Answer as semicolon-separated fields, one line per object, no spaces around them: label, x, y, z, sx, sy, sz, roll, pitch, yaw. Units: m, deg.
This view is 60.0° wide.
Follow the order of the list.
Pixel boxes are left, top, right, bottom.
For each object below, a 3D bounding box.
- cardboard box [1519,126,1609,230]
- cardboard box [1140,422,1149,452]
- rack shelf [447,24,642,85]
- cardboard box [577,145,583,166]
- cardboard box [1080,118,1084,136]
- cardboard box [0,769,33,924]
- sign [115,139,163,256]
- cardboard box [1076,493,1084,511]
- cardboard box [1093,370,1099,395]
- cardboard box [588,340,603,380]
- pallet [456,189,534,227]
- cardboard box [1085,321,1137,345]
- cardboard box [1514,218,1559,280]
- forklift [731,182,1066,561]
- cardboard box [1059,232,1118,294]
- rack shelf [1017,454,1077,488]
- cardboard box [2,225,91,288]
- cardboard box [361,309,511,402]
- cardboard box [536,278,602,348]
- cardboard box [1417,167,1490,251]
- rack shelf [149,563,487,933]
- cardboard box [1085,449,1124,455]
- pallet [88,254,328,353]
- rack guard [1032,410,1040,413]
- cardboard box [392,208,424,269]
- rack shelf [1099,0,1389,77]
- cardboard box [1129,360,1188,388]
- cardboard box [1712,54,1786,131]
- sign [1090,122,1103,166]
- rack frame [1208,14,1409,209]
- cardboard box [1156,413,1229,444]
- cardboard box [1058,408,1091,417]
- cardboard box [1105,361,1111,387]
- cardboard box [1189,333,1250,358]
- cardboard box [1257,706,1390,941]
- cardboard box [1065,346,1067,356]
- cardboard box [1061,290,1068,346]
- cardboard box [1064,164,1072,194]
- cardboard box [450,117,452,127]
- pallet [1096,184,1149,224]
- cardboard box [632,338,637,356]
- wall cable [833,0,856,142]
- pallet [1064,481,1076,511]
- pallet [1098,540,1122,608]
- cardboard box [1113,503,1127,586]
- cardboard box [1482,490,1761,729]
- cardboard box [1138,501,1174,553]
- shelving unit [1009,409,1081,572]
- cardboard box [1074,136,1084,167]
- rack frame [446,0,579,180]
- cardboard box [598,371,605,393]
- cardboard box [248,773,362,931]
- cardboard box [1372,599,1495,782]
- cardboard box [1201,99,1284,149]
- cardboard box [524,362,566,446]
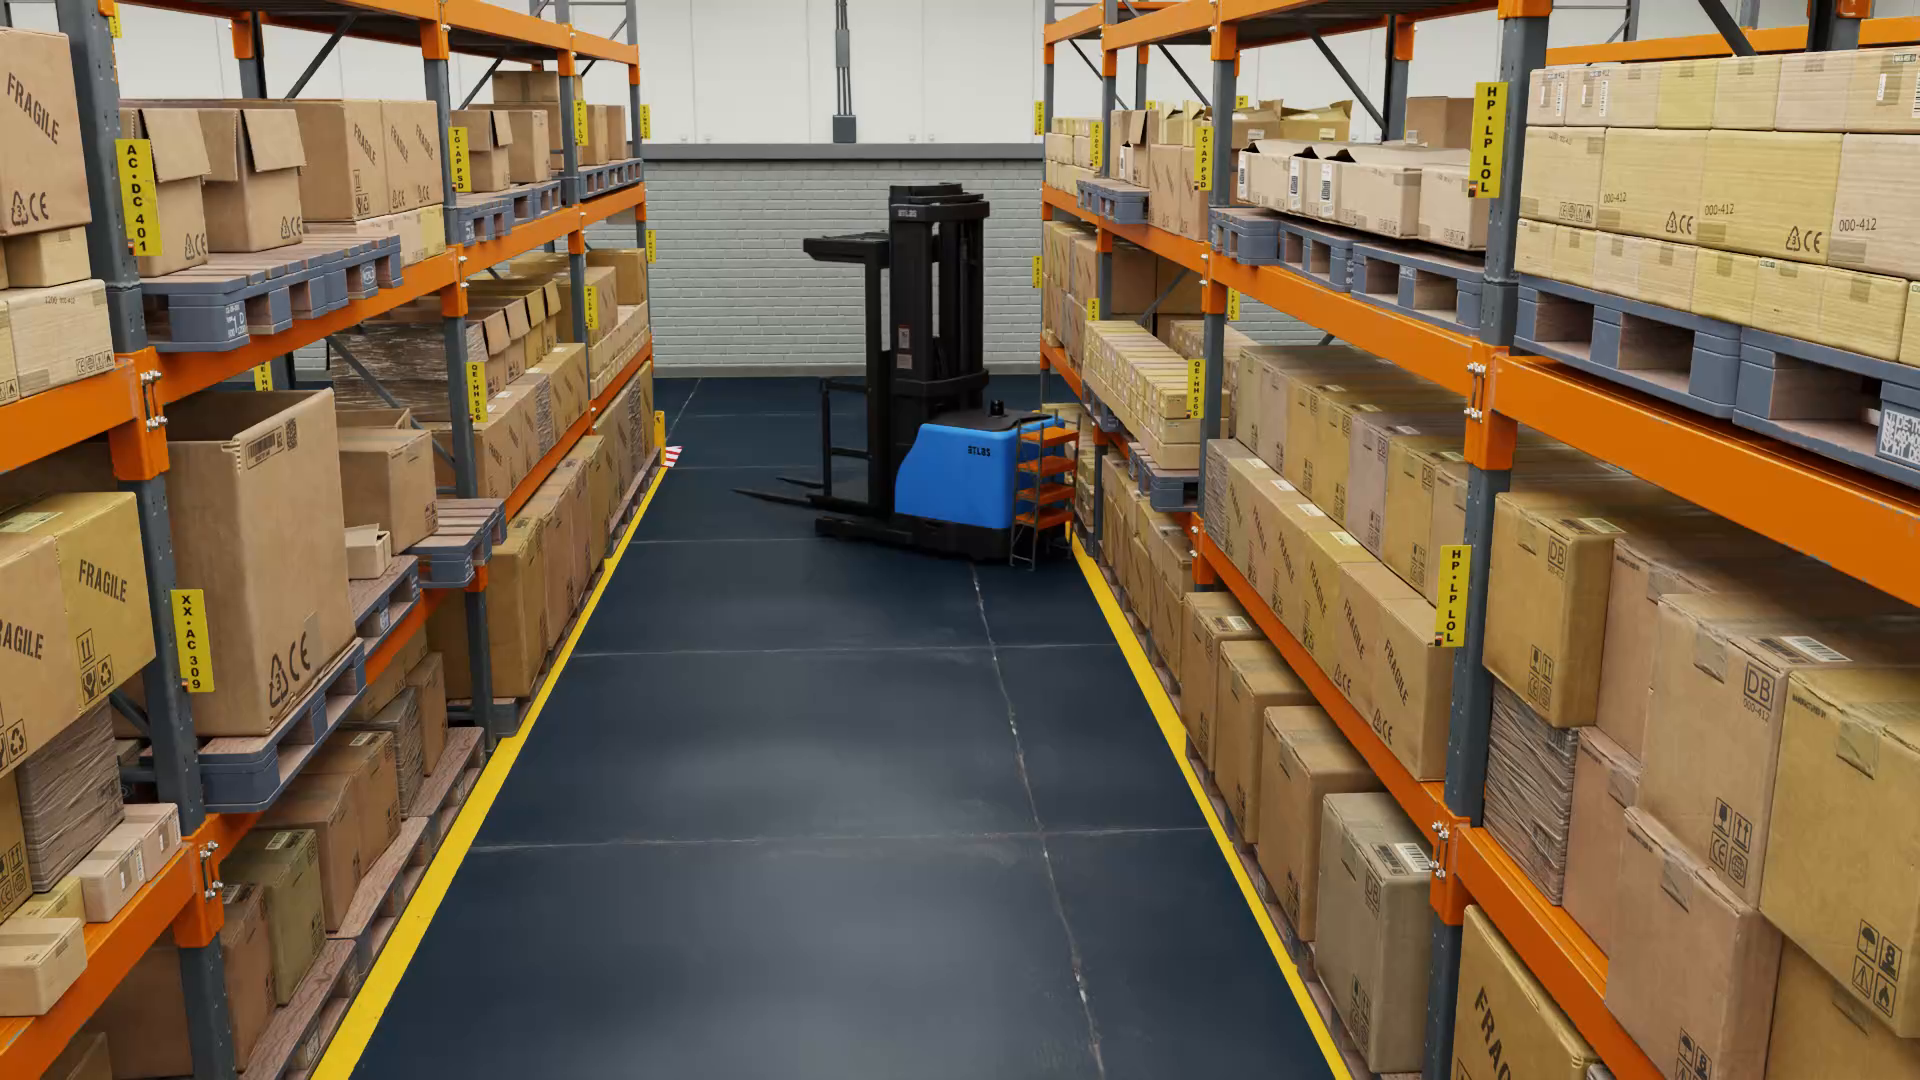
cardboard box;1.824;-0.963;4.391;0.500;0.250;0.500;-1;14;-3
cardboard box;1.306;-0.631;10.121;0.380;0.149;0.250;-1;14;-2
rack shelf;-3.504;-4.112;14.195;1.077;0.370;4.000;-1;14;-3
cardboard box;-3.517;-3.332;13.692;0.700;0.500;0.500;0;14;-1
cardboard box;1.212;-3.451;13.896;0.380;0.149;0.250;-1;15;-6
cardboard box;-2.922;0.783;4.164;0.875;0.500;0.500;-1;14;-3
sign;-2.343;-0.975;4.739;0.100;0.325;0.005;-1;14;-3
cardboard box;1.199;-0.348;14.239;0.380;0.149;0.250;-1;14;-5
cardboard box;1.177;-1.148;12.131;0.380;0.149;0.250;-1;14;-3
cardboard box;-3.147;-1.444;13.322;0.500;0.250;0.500;-1;14;-4
pallet;-3.297;-2.055;10.354;1.003;0.211;1.213;0;14;-1
cardboard box;1.142;-1.568;12.567;0.380;0.149;0.250;0;14;-1
cardboard box;1.756;-0.800;4.558;0.380;0.149;0.250;-1;14;-4
forklift;-0.621;-1.514;14.028;3.031;2.935;1.130;10;17;33
cardboard box;1.175;-2.477;14.829;0.500;0.500;0.500;-1;14;-5
rack shelf;0.679;-0.547;13.086;0.258;0.148;0.480;16;21;37
cardboard box;-2.575;-0.759;4.436;0.380;0.149;0.250;0;14;-2
cardboard box;-3.199;-1.135;10.204;0.797;0.503;0.637;-1;14;-2
cardboard box;-3.154;-1.809;13.237;0.500;0.500;0.500;-1;14;-3
cardboard box;1.869;-1.118;5.591;0.500;0.250;0.500;-1;14;-3
rack shelf;-3.008;0.589;7.160;1.077;0.370;4.000;-1;14;-3
cardboard box;1.279;-0.689;14.368;0.380;0.149;0.250;0;14;-2
pallet;-2.816;-0.779;5.390;1.213;0.211;1.003;-1;14;-3
rack guard;1.334;-1.068;17.175;1.175;0.500;0.348;-1;14;-3
cardboard box;-2.813;-1.399;7.725;0.500;0.250;0.500;-1;14;-4
rack shelf;1.701;-3.169;10.529;1.077;0.370;4.000;-1;14;-3
cardboard box;1.278;-1.047;10.542;0.380;0.149;0.250;-1;14;-3
cardboard box;1.821;-0.933;3.473;0.380;0.149;0.250;-1;14;-3
sign;1.036;-2.996;12.592;0.100;0.325;0.005;-1;14;-3
rack frame;1.825;-3.213;8.456;1.000;3.000;0.127;-1;14;-3
cardboard box;1.340;-0.650;9.596;0.380;0.149;0.250;-1;14;-2
cardboard box;1.160;-1.206;16.379;0.380;0.149;0.250;-1;14;-2
cardboard box;1.213;-1.163;11.592;0.380;0.149;0.250;0;14;-1
cardboard box;1.845;-1.379;11.835;0.380;0.149;0.250;-1;14;-4
cardboard box;1.889;1.180;7.093;1.050;0.750;0.750;-1;14;-3
cardboard box;1.175;-1.768;15.382;0.380;0.149;0.250;-1;14;-5
cardboard box;1.195;-1.993;14.954;0.500;0.500;0.500;-1;14;-5
cardboard box;1.196;-3.175;14.626;0.500;0.250;0.500;-1;14;-4
cardboard box;-3.241;-2.113;9.150;0.797;0.503;0.637;0;14;0
pallet;1.576;-2.252;11.114;1.213;0.211;1.003;-1;14;-3
cardboard box;-3.212;-1.787;15.456;0.380;0.149;0.250;-1;14;-5
wall cable;-0.538;-8.169;21.261;2.277;5.999;0.120;-1;14;-3
pallet;1.422;-0.423;15.247;1.003;0.211;1.213;-1;14;-3
pallet;1.627;0.241;12.665;1.003;0.211;1.213;-1;14;-3
cardboard box;1.393;0.024;12.088;0.500;0.500;0.500;0;14;-1
cardboard box;2.061;0.183;4.825;0.875;0.550;0.550;-1;14;-3
cardboard box;1.463;-0.082;10.995;0.500;0.250;0.500;-1;14;-2
shelving unit;0.671;-0.397;13.130;0.258;1.200;0.503;16;21;37
cardboard box;1.237;-3.295;14.091;0.500;0.250;0.500;0;14;-1
rack frame;-3.380;-4.157;12.123;1.000;3.000;0.127;-1;14;-3
cardboard box;-3.082;-1.274;13.461;0.380;0.149;0.250;-1;14;-5
cardboard box;-2.946;1.325;6.992;0.700;0.500;0.500;-2;15;-8
cardboard box;1.774;0.513;5.813;0.500;0.500;0.500;-1;14;-4
cardboard box;1.541;-2.276;9.098;0.396;0.266;0.258;-1;14;-3
cardboard box;-3.015;-0.935;11.439;0.500;0.500;0.500;-1;14;-4
